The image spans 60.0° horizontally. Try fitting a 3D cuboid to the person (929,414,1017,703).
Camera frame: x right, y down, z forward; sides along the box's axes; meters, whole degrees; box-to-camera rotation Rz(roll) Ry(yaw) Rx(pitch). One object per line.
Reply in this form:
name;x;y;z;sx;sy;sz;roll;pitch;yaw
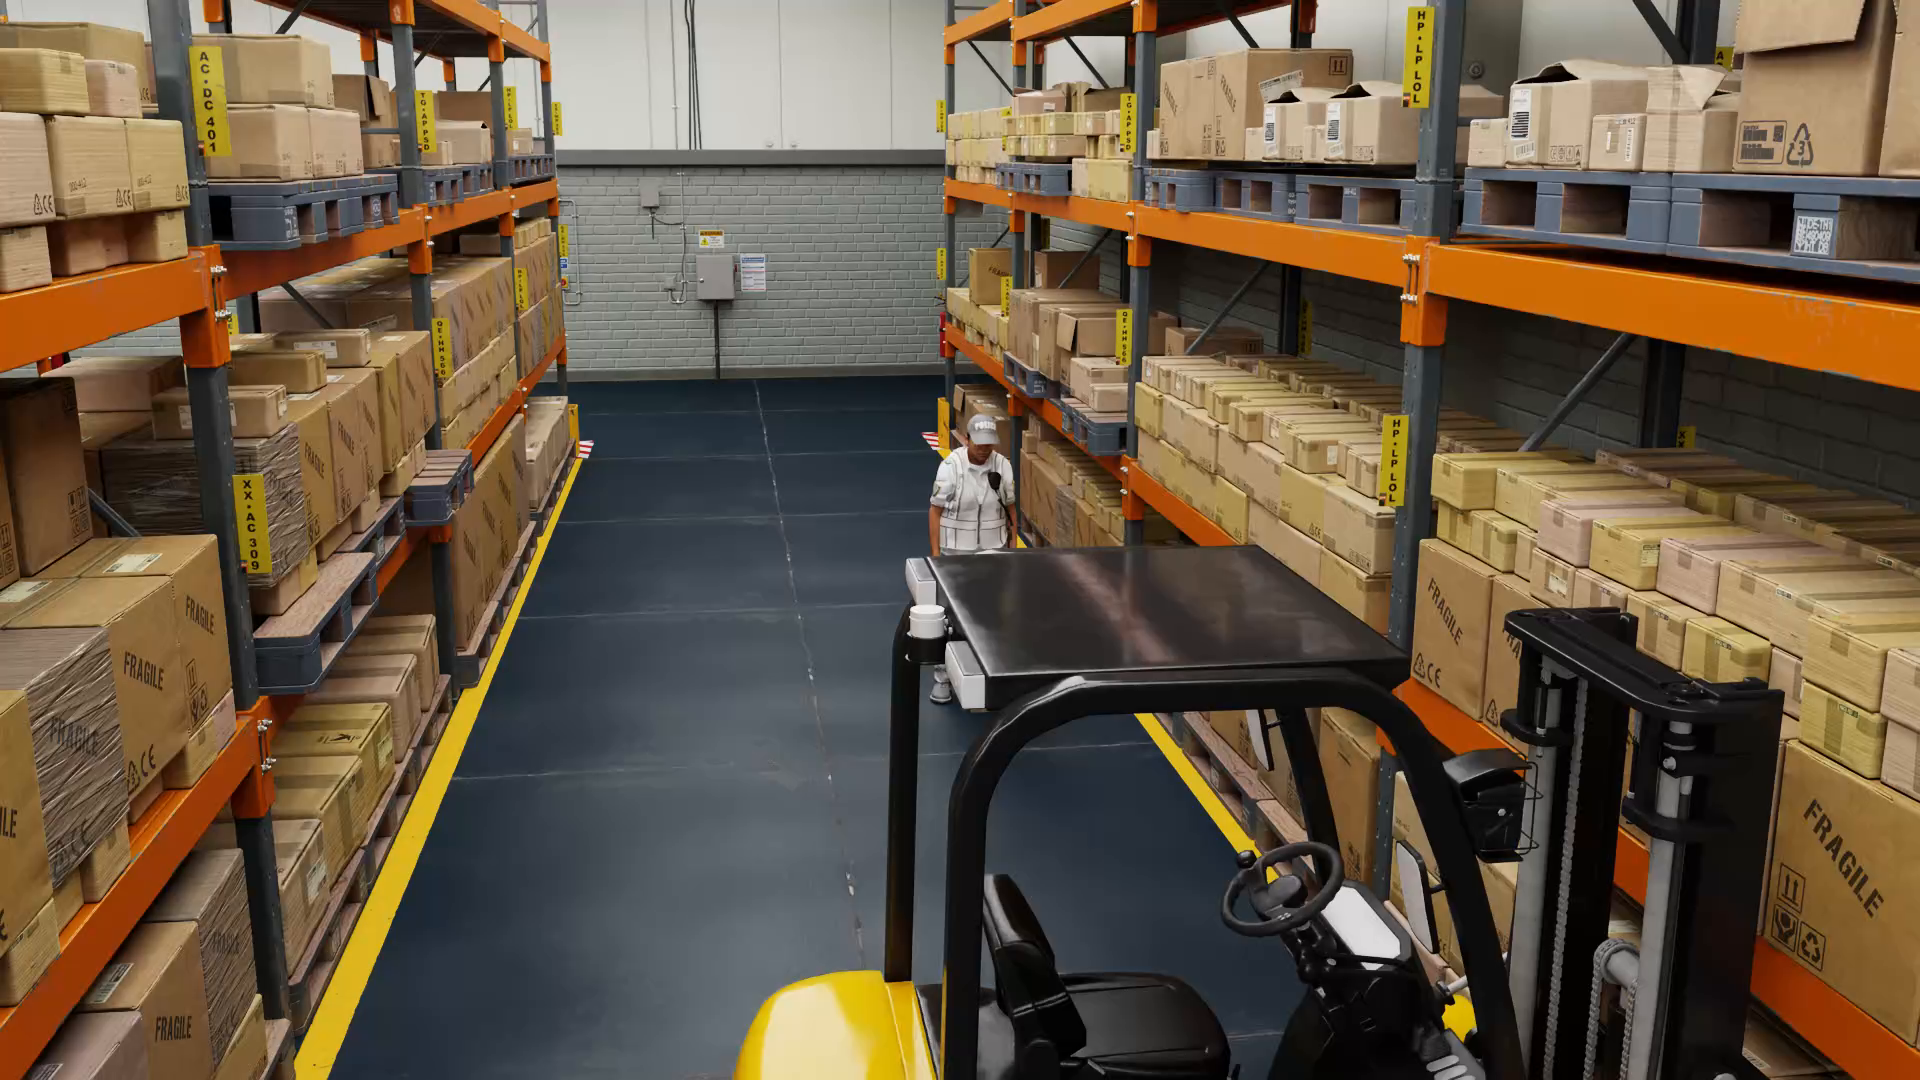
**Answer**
person;0.076;0.090;9.591;0.545;1.665;0.466;-3;14;-13
